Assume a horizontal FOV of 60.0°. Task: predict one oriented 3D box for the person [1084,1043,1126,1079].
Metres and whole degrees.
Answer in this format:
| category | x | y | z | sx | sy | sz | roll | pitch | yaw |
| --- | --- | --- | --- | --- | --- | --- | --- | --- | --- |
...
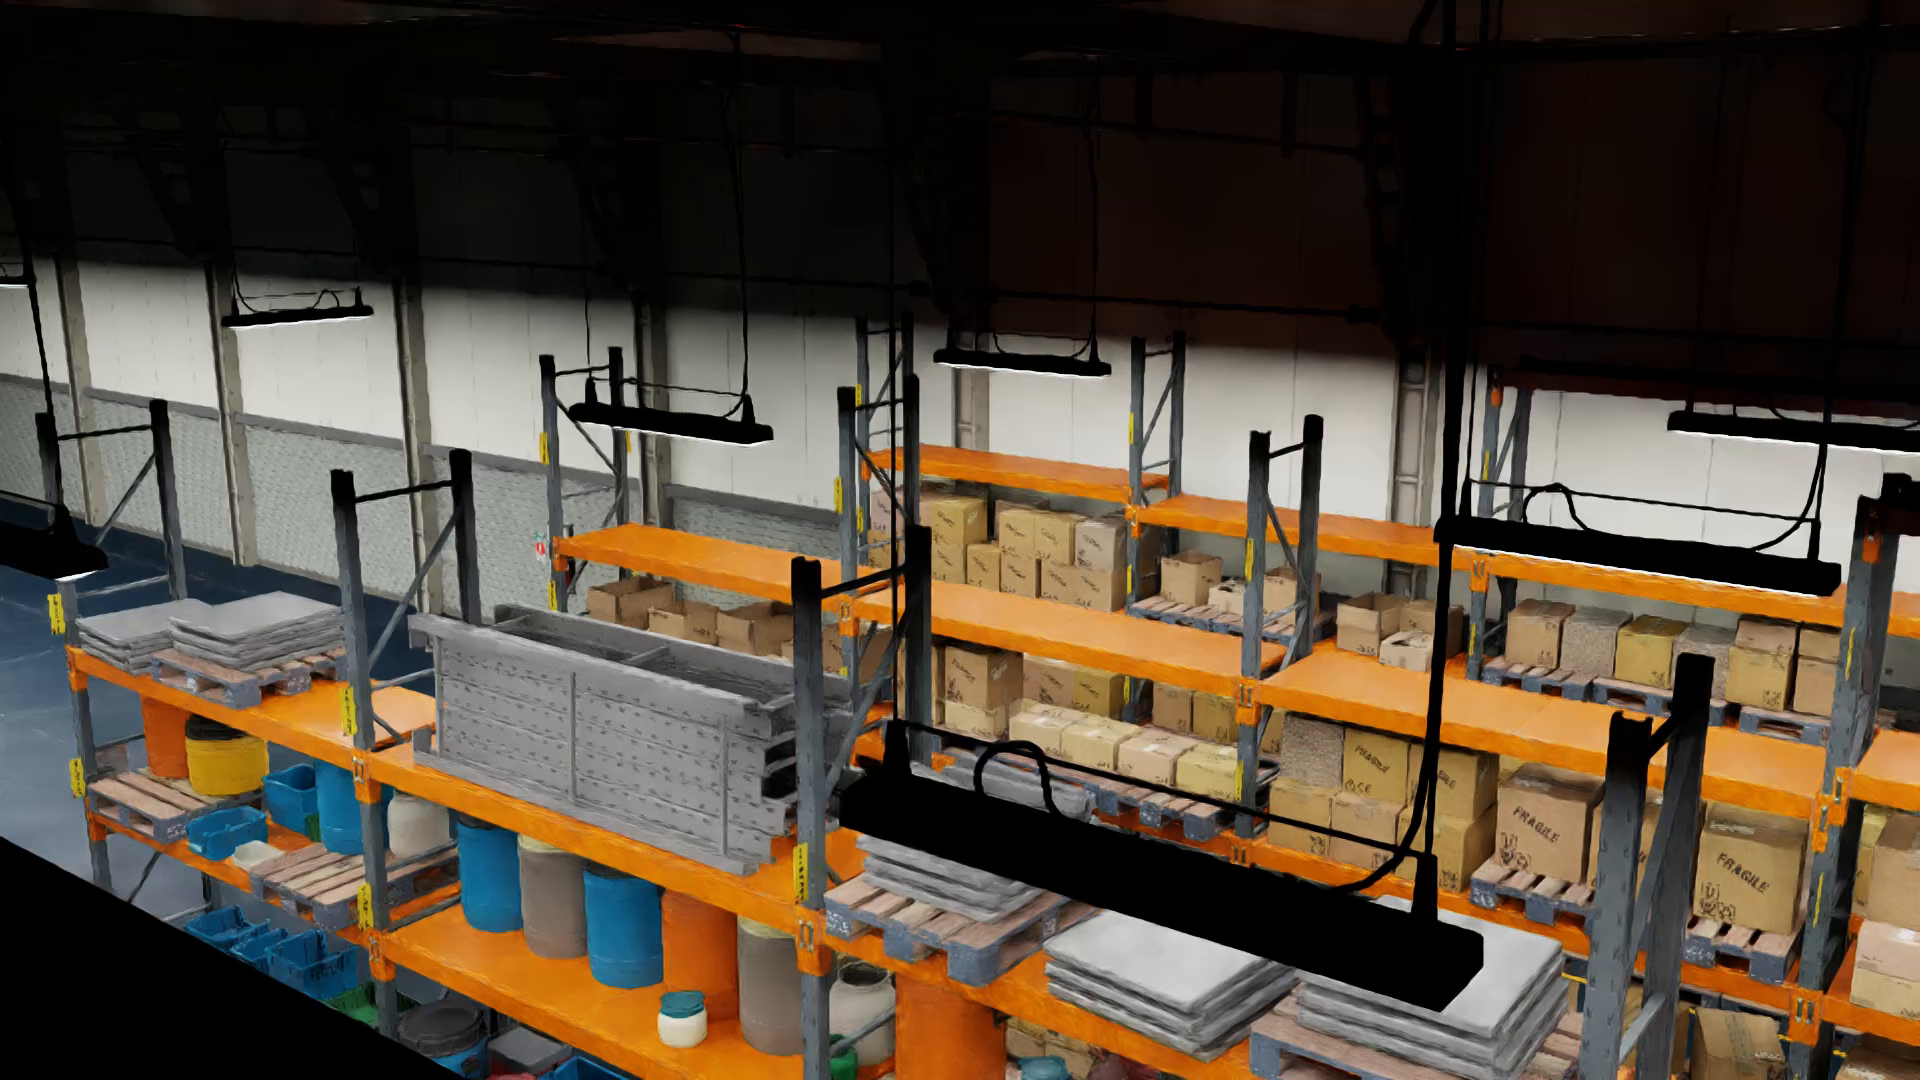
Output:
| category | x | y | z | sx | sy | sz | roll | pitch | yaw |
| --- | --- | --- | --- | --- | --- | --- | --- | --- | --- |
| person | 1.087 | 4.416 | 12.388 | 1.197 | 1.699 | 0.600 | 9 | 16 | 33 |
